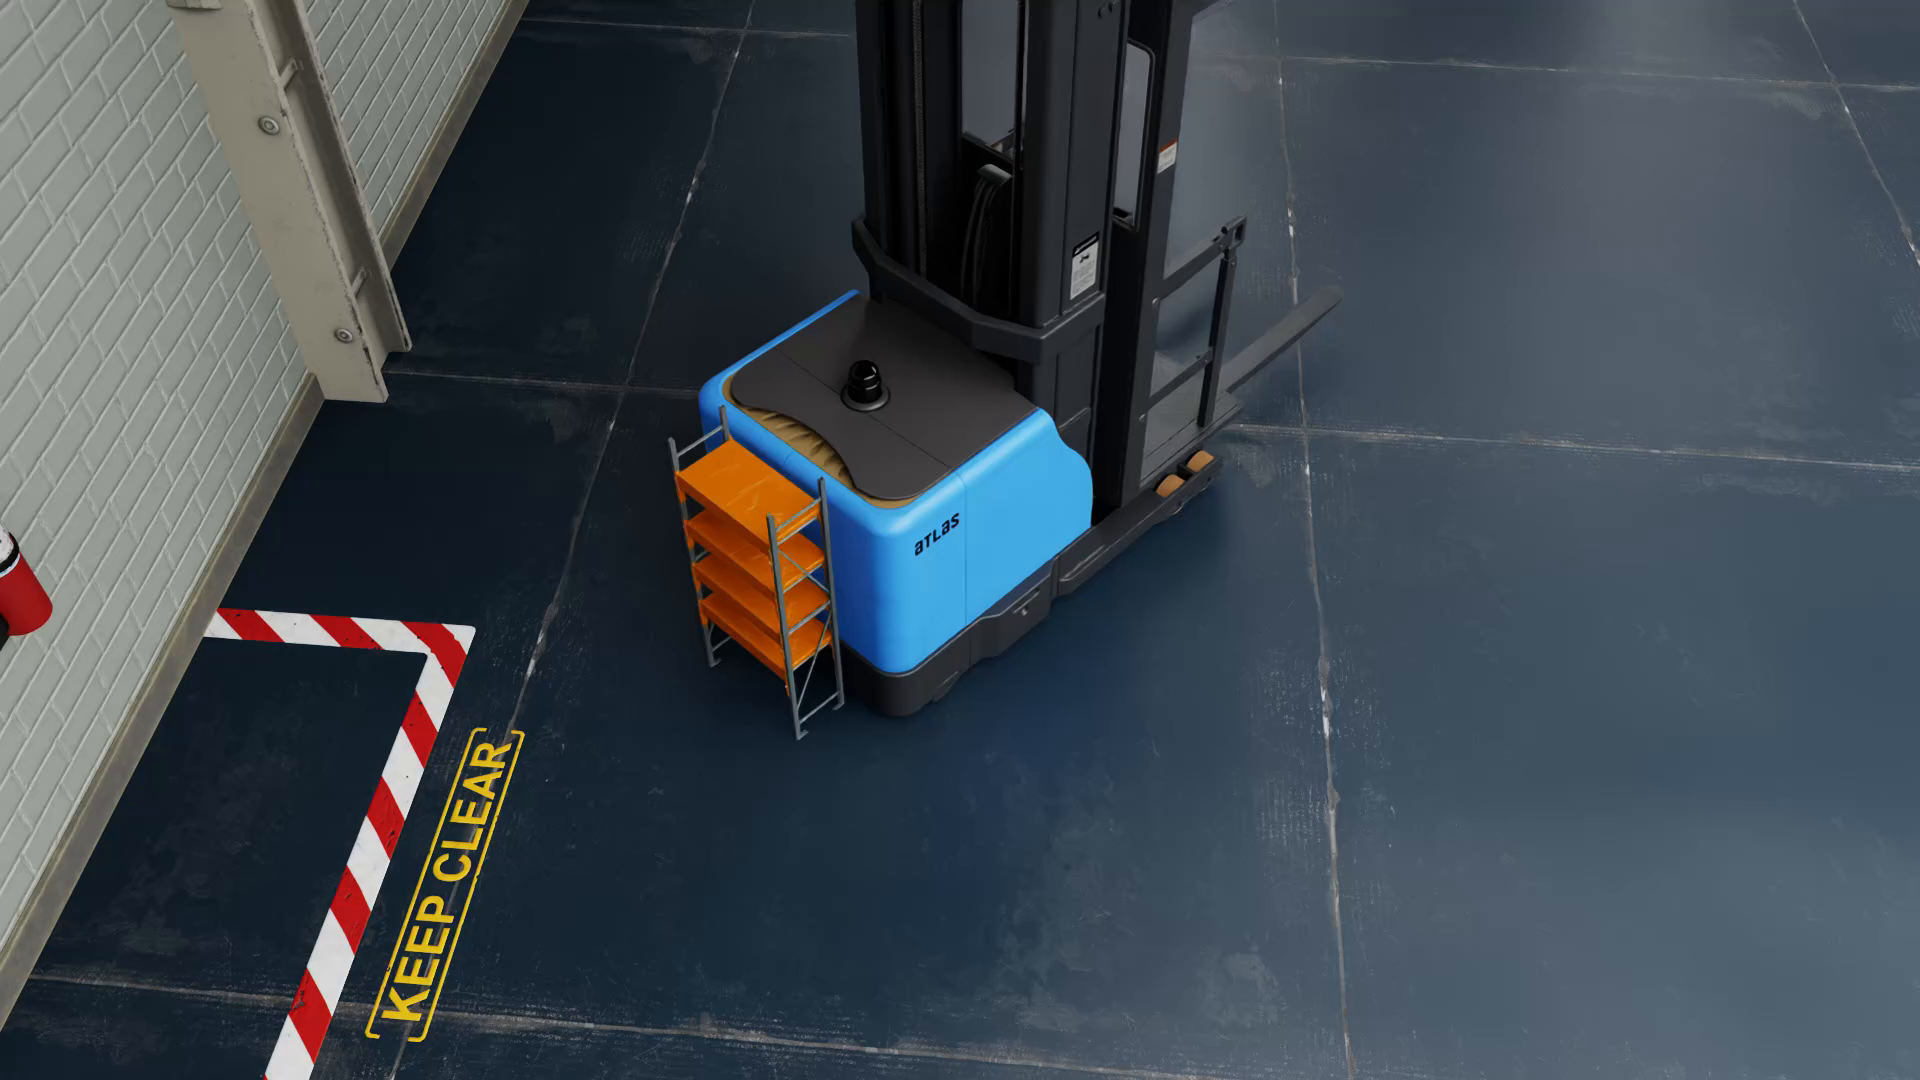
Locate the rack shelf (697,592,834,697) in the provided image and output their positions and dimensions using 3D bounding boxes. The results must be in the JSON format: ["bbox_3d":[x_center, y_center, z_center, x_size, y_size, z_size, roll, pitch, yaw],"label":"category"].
[{"bbox_3d":[-0.695,0.321,6.029,0.480,0.148,0.258,36,57,28],"label":"rack shelf"}]

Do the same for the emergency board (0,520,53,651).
[{"bbox_3d":[-2.934,0.039,4.707,0.194,1.169,0.643,4,48,4],"label":"emergency board"}]

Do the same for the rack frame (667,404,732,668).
[{"bbox_3d":[-0.871,0.017,5.947,0.015,1.200,0.240,36,57,28],"label":"rack frame"}]

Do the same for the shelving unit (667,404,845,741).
[{"bbox_3d":[-0.696,0.142,5.833,0.503,1.200,0.258,36,57,28],"label":"shelving unit"}]

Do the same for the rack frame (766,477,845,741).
[{"bbox_3d":[-0.520,0.267,5.718,0.015,1.200,0.240,36,57,28],"label":"rack frame"}]

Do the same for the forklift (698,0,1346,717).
[{"bbox_3d":[0.450,-1.332,6.008,1.130,2.935,3.031,36,57,28],"label":"forklift"}]

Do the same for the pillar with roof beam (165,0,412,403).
[{"bbox_3d":[1.616,-3.509,3.887,9.100,9.000,0.400,4,48,4],"label":"pillar with roof beam"}]

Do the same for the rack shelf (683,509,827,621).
[{"bbox_3d":[-0.696,0.037,5.717,0.480,0.148,0.258,36,57,28],"label":"rack shelf"}]

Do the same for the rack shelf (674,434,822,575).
[{"bbox_3d":[-0.696,-0.123,5.542,0.480,0.148,0.258,36,57,28],"label":"rack shelf"}]

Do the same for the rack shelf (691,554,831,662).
[{"bbox_3d":[-0.695,0.187,5.882,0.480,0.148,0.258,36,57,28],"label":"rack shelf"}]
